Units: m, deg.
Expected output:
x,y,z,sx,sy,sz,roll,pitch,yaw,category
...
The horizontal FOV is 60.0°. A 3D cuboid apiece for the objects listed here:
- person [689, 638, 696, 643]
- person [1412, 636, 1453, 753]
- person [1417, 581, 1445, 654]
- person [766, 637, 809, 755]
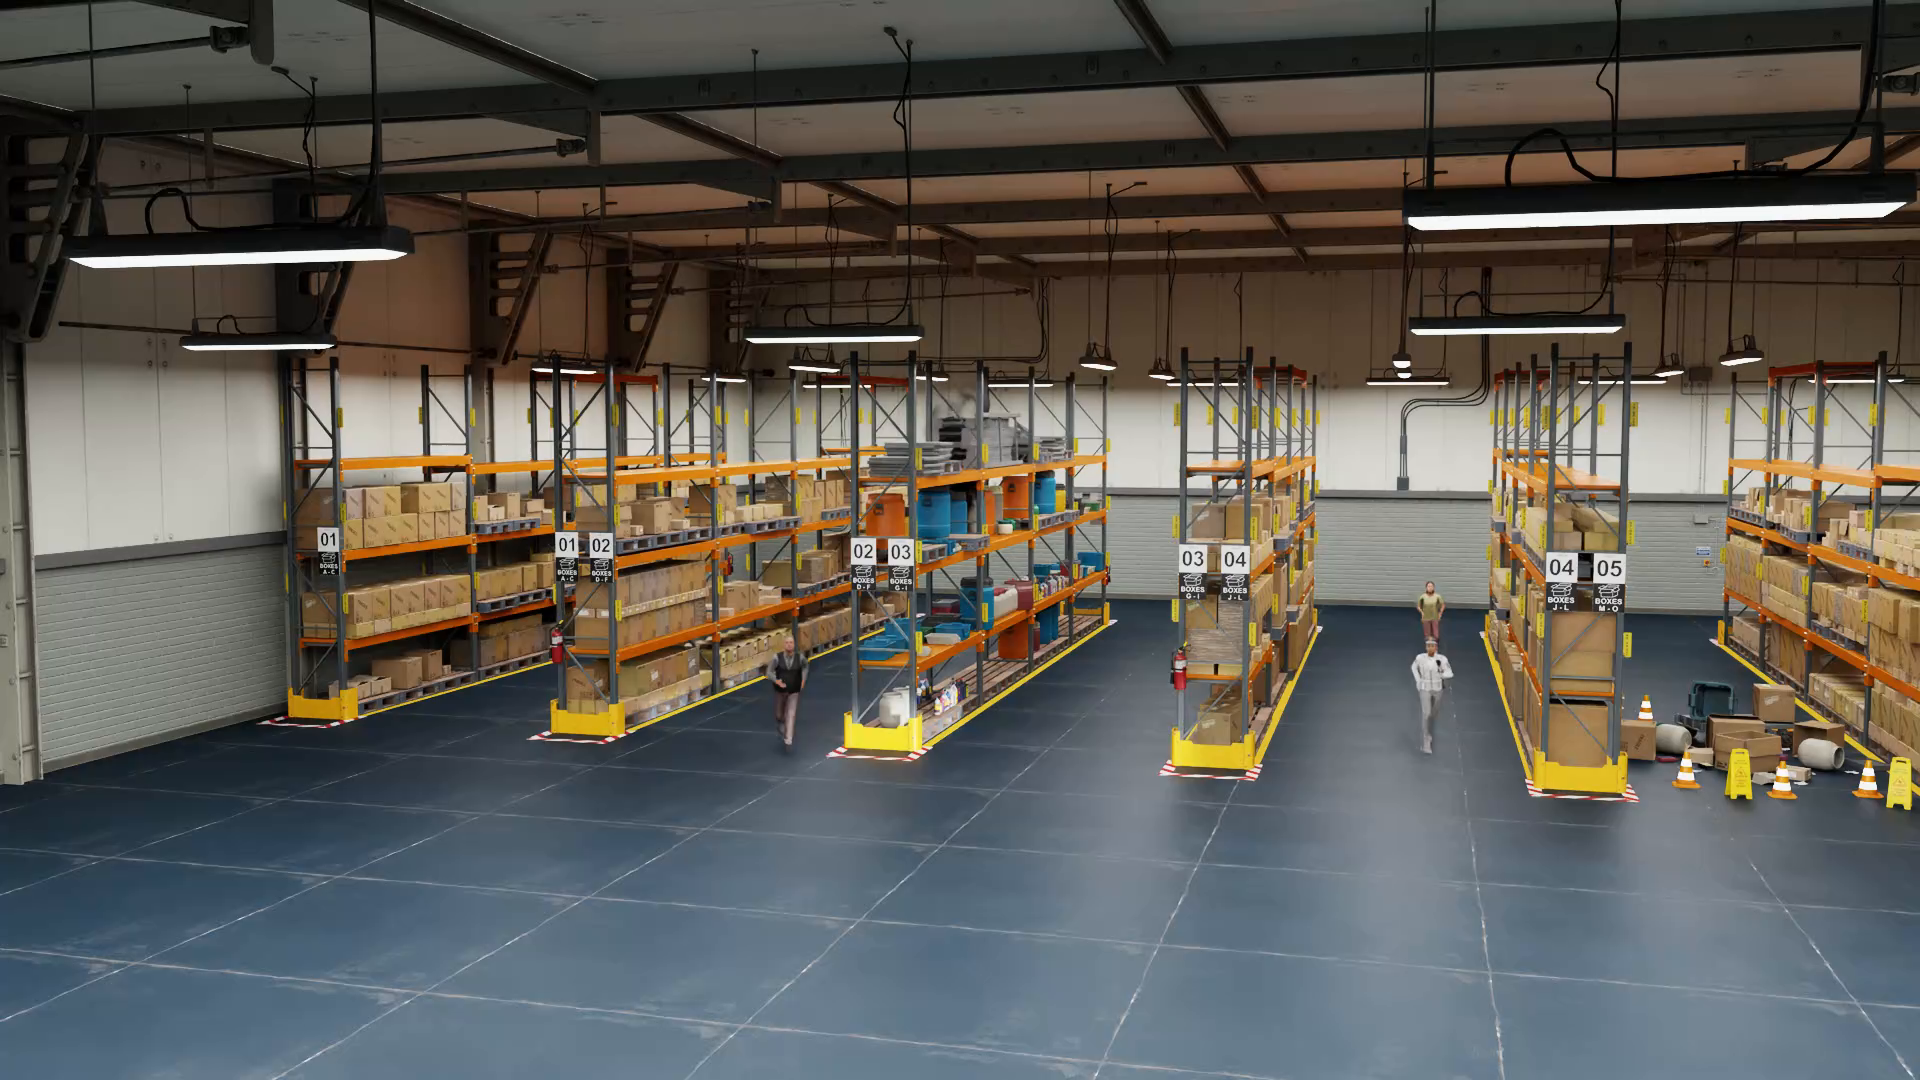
x,y,z,sx,sy,sz,roll,pitch,yaw,category
-5.617,1.639,34.853,0.617,1.625,0.643,1,4,10,person
7.152,2.318,25.180,0.584,1.754,0.749,1,4,10,person
9.700,1.665,34.278,0.556,1.626,0.520,1,4,17,person
-2.612,2.316,25.174,0.653,1.716,1.091,0,4,-4,person
